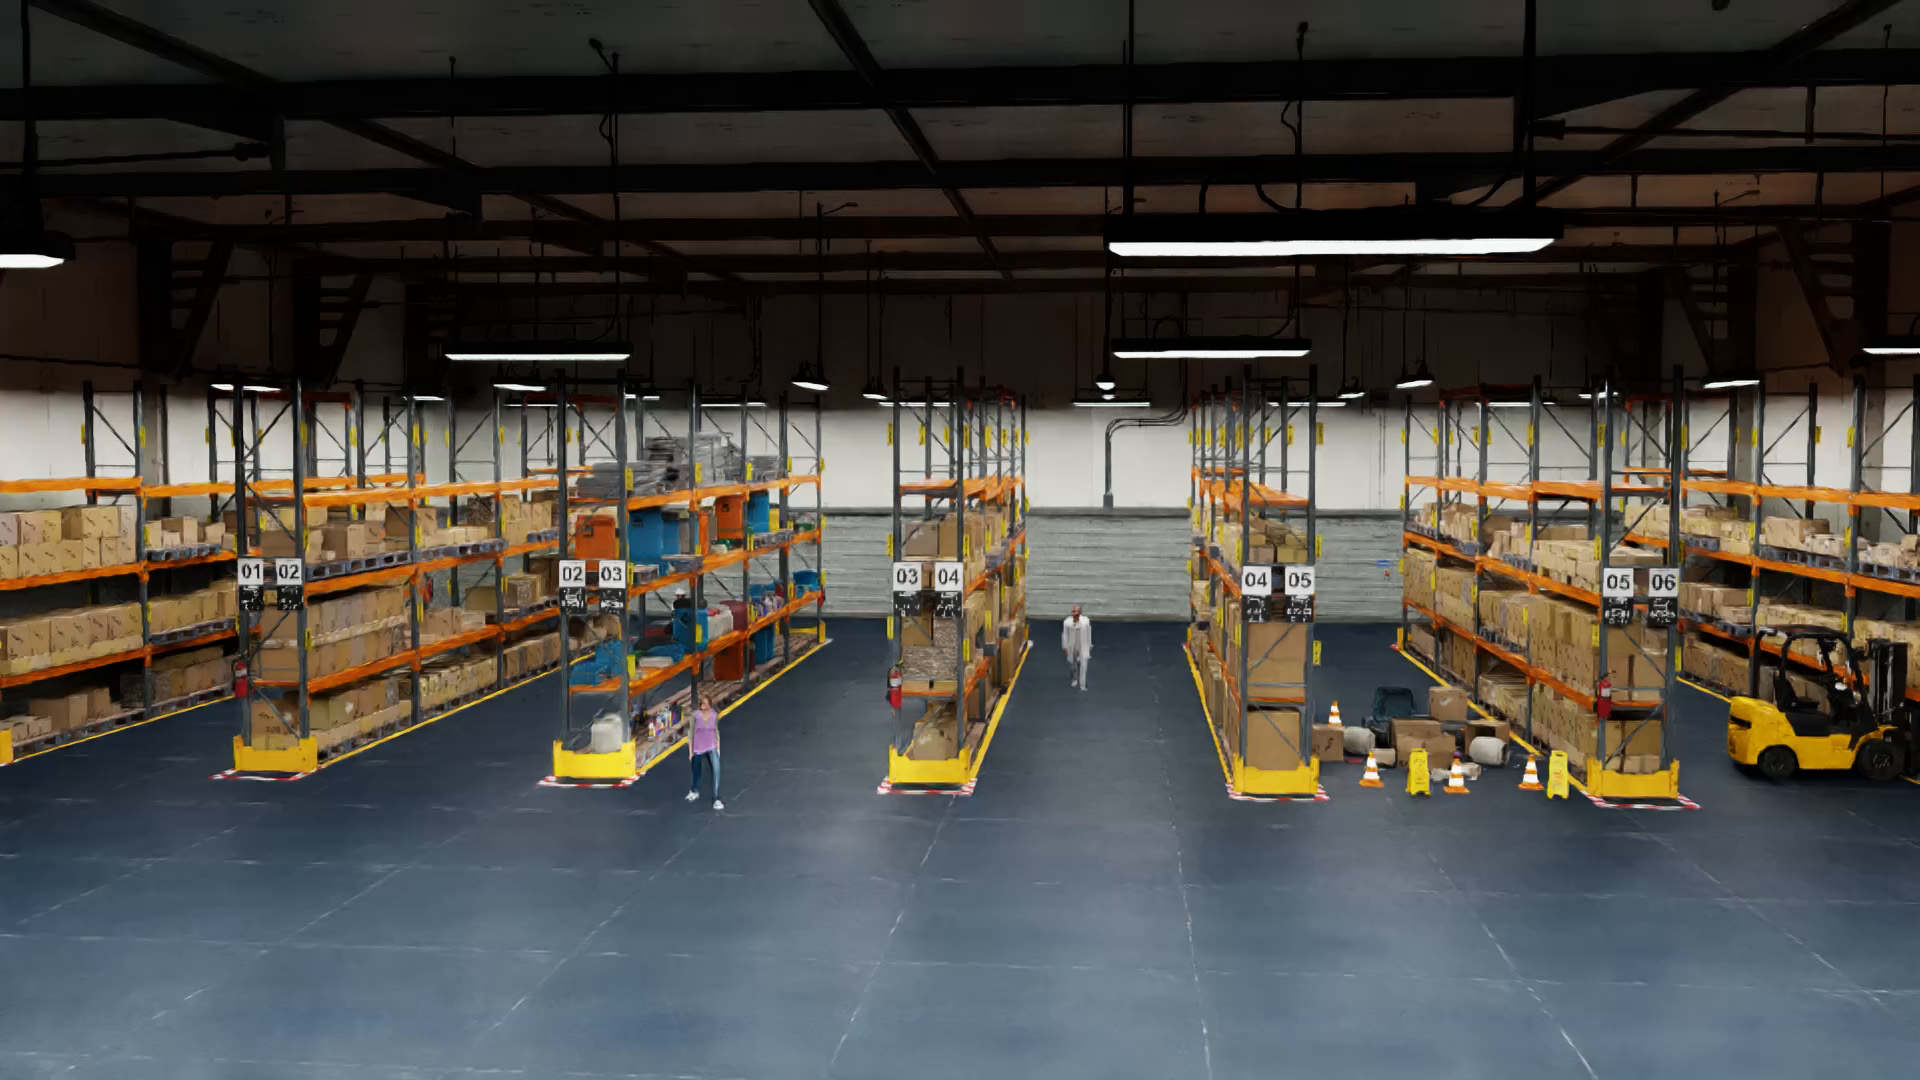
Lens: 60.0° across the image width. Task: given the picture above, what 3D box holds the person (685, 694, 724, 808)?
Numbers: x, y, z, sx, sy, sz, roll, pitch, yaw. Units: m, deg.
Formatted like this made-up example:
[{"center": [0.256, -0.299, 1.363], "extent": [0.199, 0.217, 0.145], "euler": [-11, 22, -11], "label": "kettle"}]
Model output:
[{"center": [-3.467, 2.829, 22.535], "extent": [0.453, 1.537, 0.880], "euler": [-1, 4, -17], "label": "person"}]

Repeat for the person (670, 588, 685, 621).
[{"center": [-6.075, 1.885, 36.238], "extent": [0.563, 1.707, 1.127], "euler": [0, 4, 3], "label": "person"}]

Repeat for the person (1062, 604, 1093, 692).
[{"center": [2.292, 2.163, 32.708], "extent": [0.585, 1.578, 1.194], "euler": [0, 4, 8], "label": "person"}]
